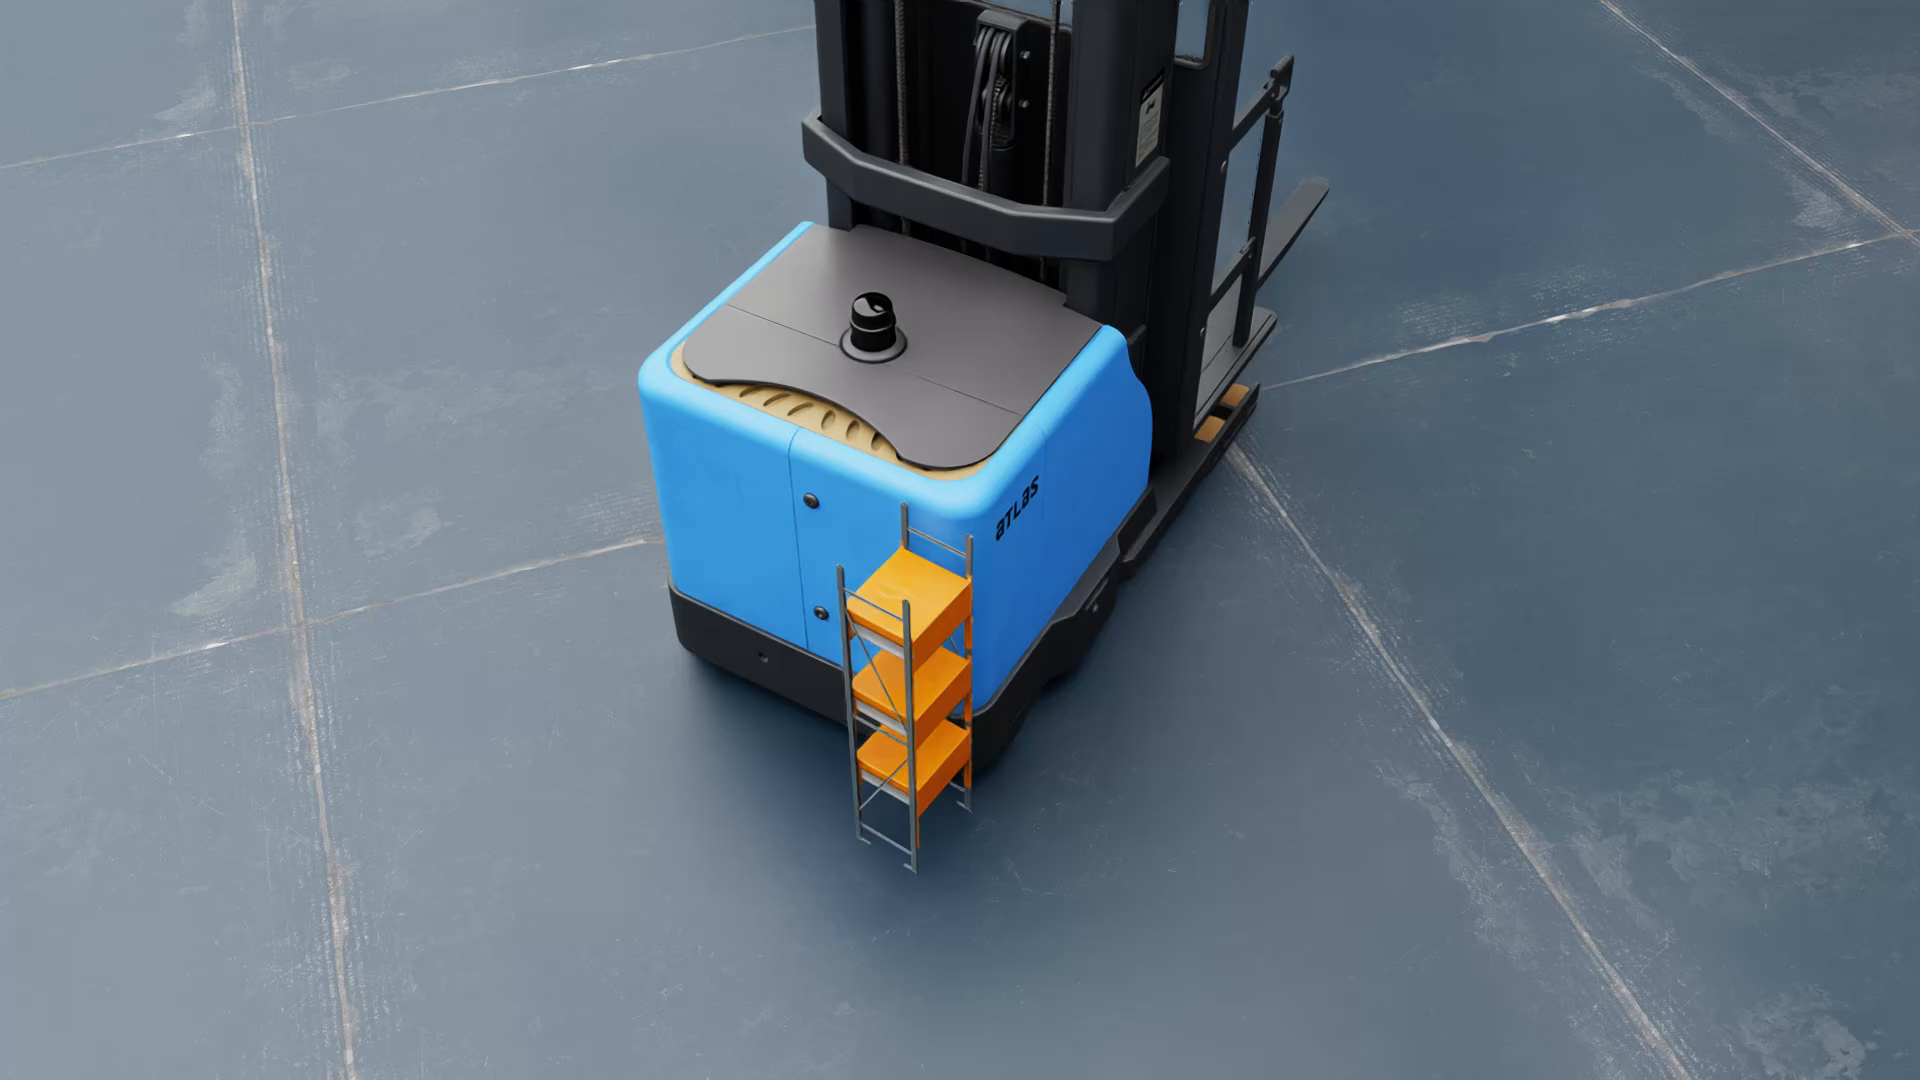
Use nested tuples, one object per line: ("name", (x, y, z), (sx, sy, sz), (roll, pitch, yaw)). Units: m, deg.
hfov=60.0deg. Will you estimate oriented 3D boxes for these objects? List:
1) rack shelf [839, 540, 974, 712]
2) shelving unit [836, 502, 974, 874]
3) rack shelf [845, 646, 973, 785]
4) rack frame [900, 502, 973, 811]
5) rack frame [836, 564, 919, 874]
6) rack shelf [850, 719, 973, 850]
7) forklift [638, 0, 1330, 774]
("rack shelf", (-0.124, 0.202, 3.922), (0.215, 0.259, 0.240), (26, 51, 24))
("shelving unit", (-0.124, 0.395, 4.115), (0.215, 1.050, 0.252), (26, 51, 24))
("rack shelf", (-0.124, 0.402, 4.123), (0.215, 0.259, 0.240), (26, 51, 24))
("rack frame", (-0.054, 0.324, 4.186), (0.200, 1.050, 0.008), (26, 51, 24))
("rack frame", (-0.193, 0.466, 4.045), (0.200, 1.050, 0.008), (26, 51, 24))
("rack shelf", (-0.124, 0.598, 4.320), (0.215, 0.259, 0.240), (26, 51, 24))
("forklift", (0.347, -1.433, 4.609), (1.130, 2.935, 3.031), (22, 49, 21))
